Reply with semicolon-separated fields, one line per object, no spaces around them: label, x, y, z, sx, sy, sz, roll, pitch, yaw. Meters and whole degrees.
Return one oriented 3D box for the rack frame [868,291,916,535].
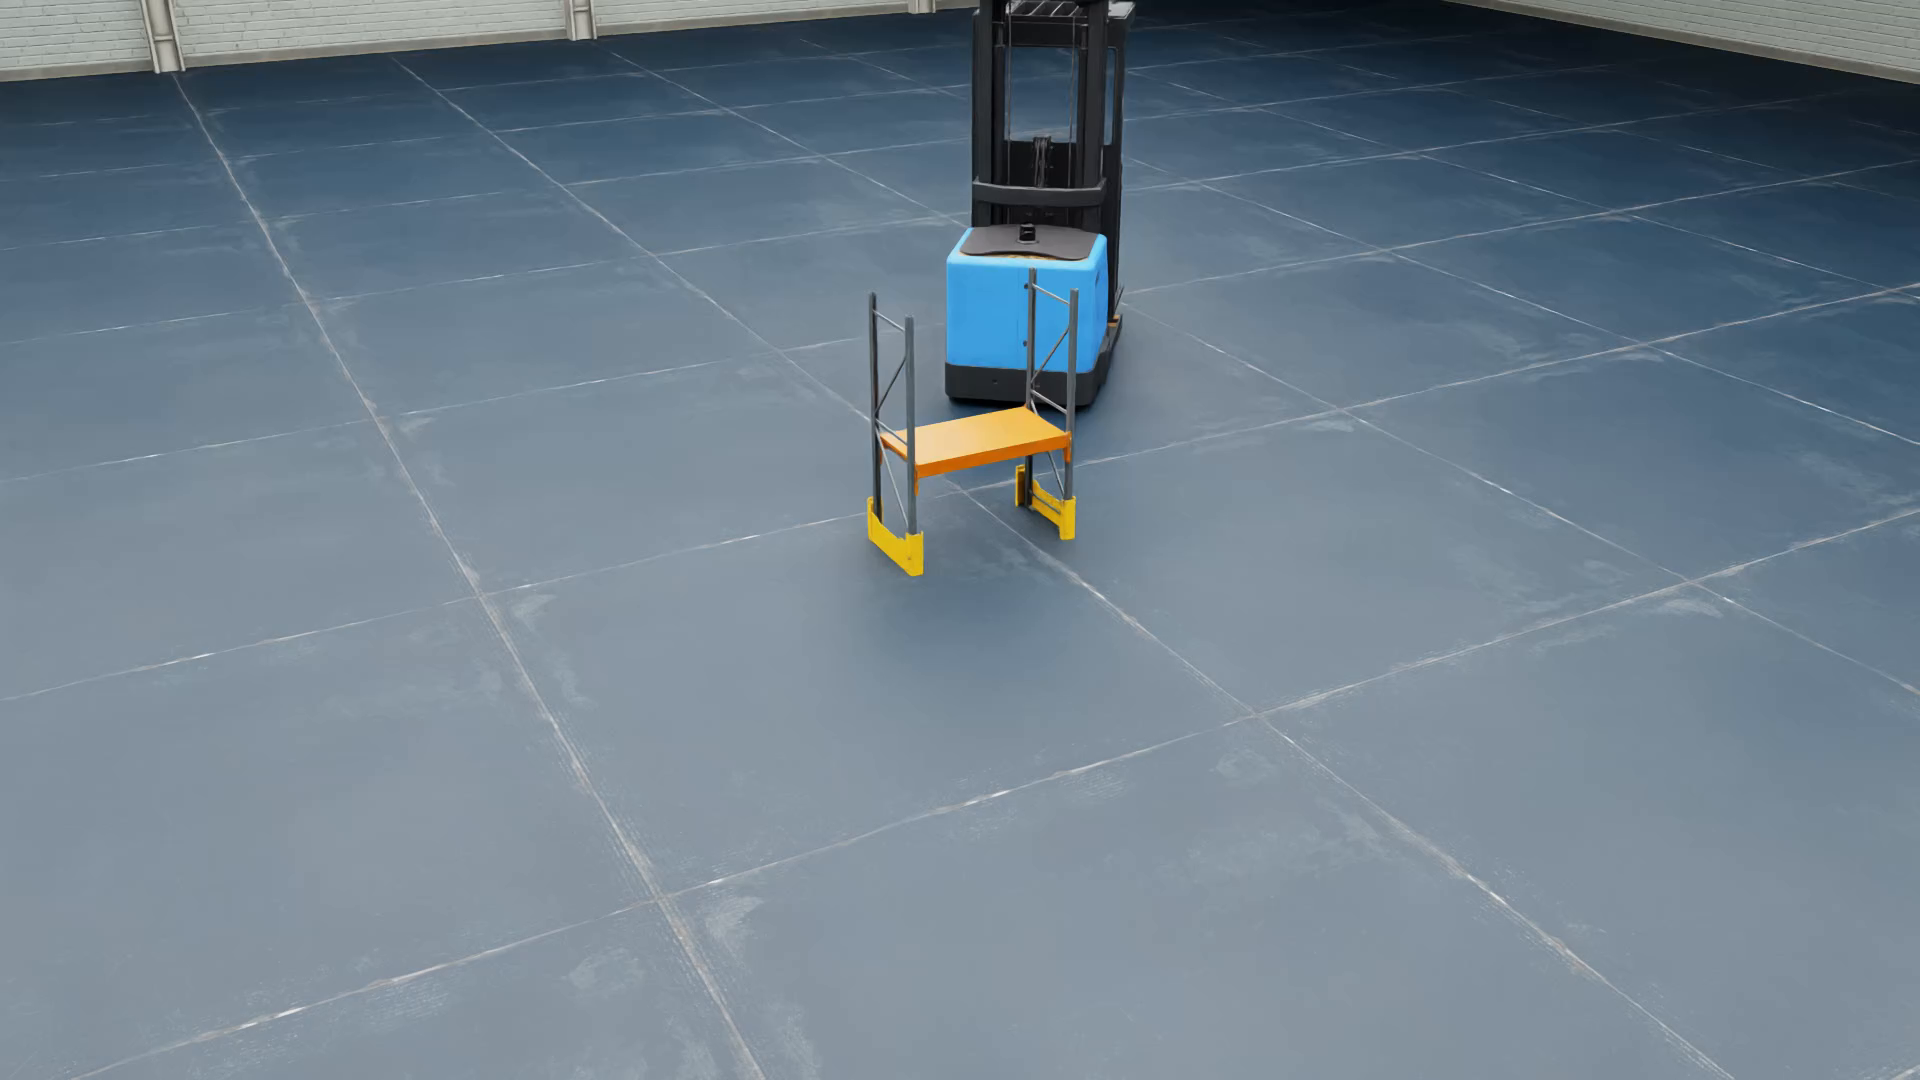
rack frame;-0.373;-0.590;9.246;0.032;1.500;0.500;-13;29;-25

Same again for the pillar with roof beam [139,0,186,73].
pillar with roof beam;-9.227;-9.100;18.307;0.400;9.000;9.100;-13;29;-25

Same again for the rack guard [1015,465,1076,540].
rack guard;0.507;-0.230;9.939;0.087;0.250;0.587;-13;29;-25

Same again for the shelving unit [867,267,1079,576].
shelving unit;0.067;-0.692;9.458;1.083;1.500;0.587;-13;29;-25

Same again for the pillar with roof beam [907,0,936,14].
pillar with roof beam;1.362;-11.544;23.397;0.400;9.000;9.100;-13;29;-25

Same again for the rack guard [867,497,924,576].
rack guard;-0.372;-0.027;9.517;0.087;0.250;0.587;-13;29;-25

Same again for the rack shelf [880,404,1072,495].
rack shelf;0.075;-0.531;9.539;1.000;0.185;0.538;-13;29;-25

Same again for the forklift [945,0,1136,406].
forklift;0.673;-2.865;12.332;1.130;2.935;3.031;5;26;10

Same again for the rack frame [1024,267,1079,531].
rack frame;0.524;-0.797;9.677;0.032;1.500;0.500;-13;29;-25

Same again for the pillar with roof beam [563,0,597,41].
pillar with roof beam;-3.933;-10.322;20.852;0.400;9.000;9.100;-13;29;-25
